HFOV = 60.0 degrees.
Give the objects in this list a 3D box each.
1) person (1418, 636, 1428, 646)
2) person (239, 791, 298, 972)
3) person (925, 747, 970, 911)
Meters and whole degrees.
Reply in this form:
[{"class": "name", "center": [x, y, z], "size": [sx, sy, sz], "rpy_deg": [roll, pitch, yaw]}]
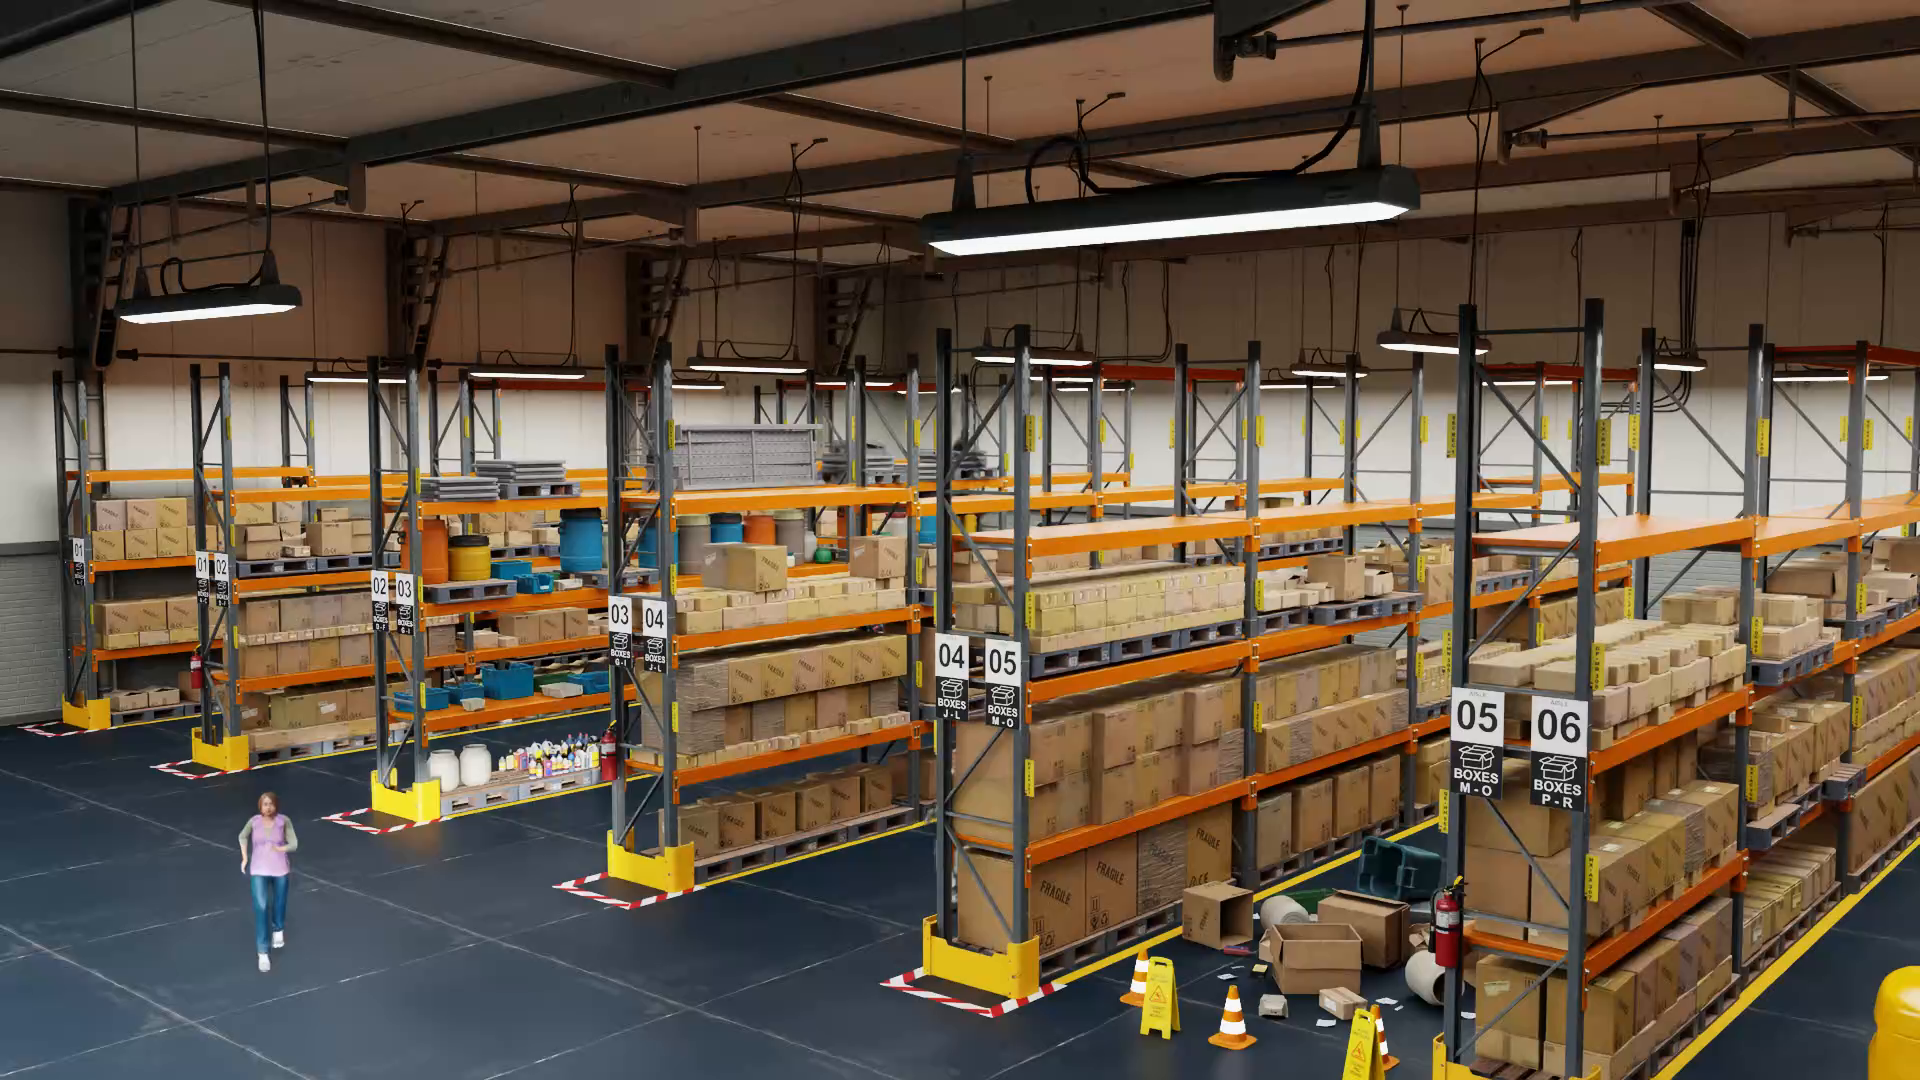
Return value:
[{"class": "person", "center": [7.322, 2.392, 26.401], "size": [0.671, 1.787, 0.862], "rpy_deg": [4, 6, 43]}, {"class": "person", "center": [-6.596, 3.206, 15.885], "size": [0.514, 1.636, 0.757], "rpy_deg": [-2, 5, -24]}, {"class": "person", "center": [-0.004, 3.028, 17.560], "size": [0.657, 1.740, 0.673], "rpy_deg": [3, 5, 39]}]
